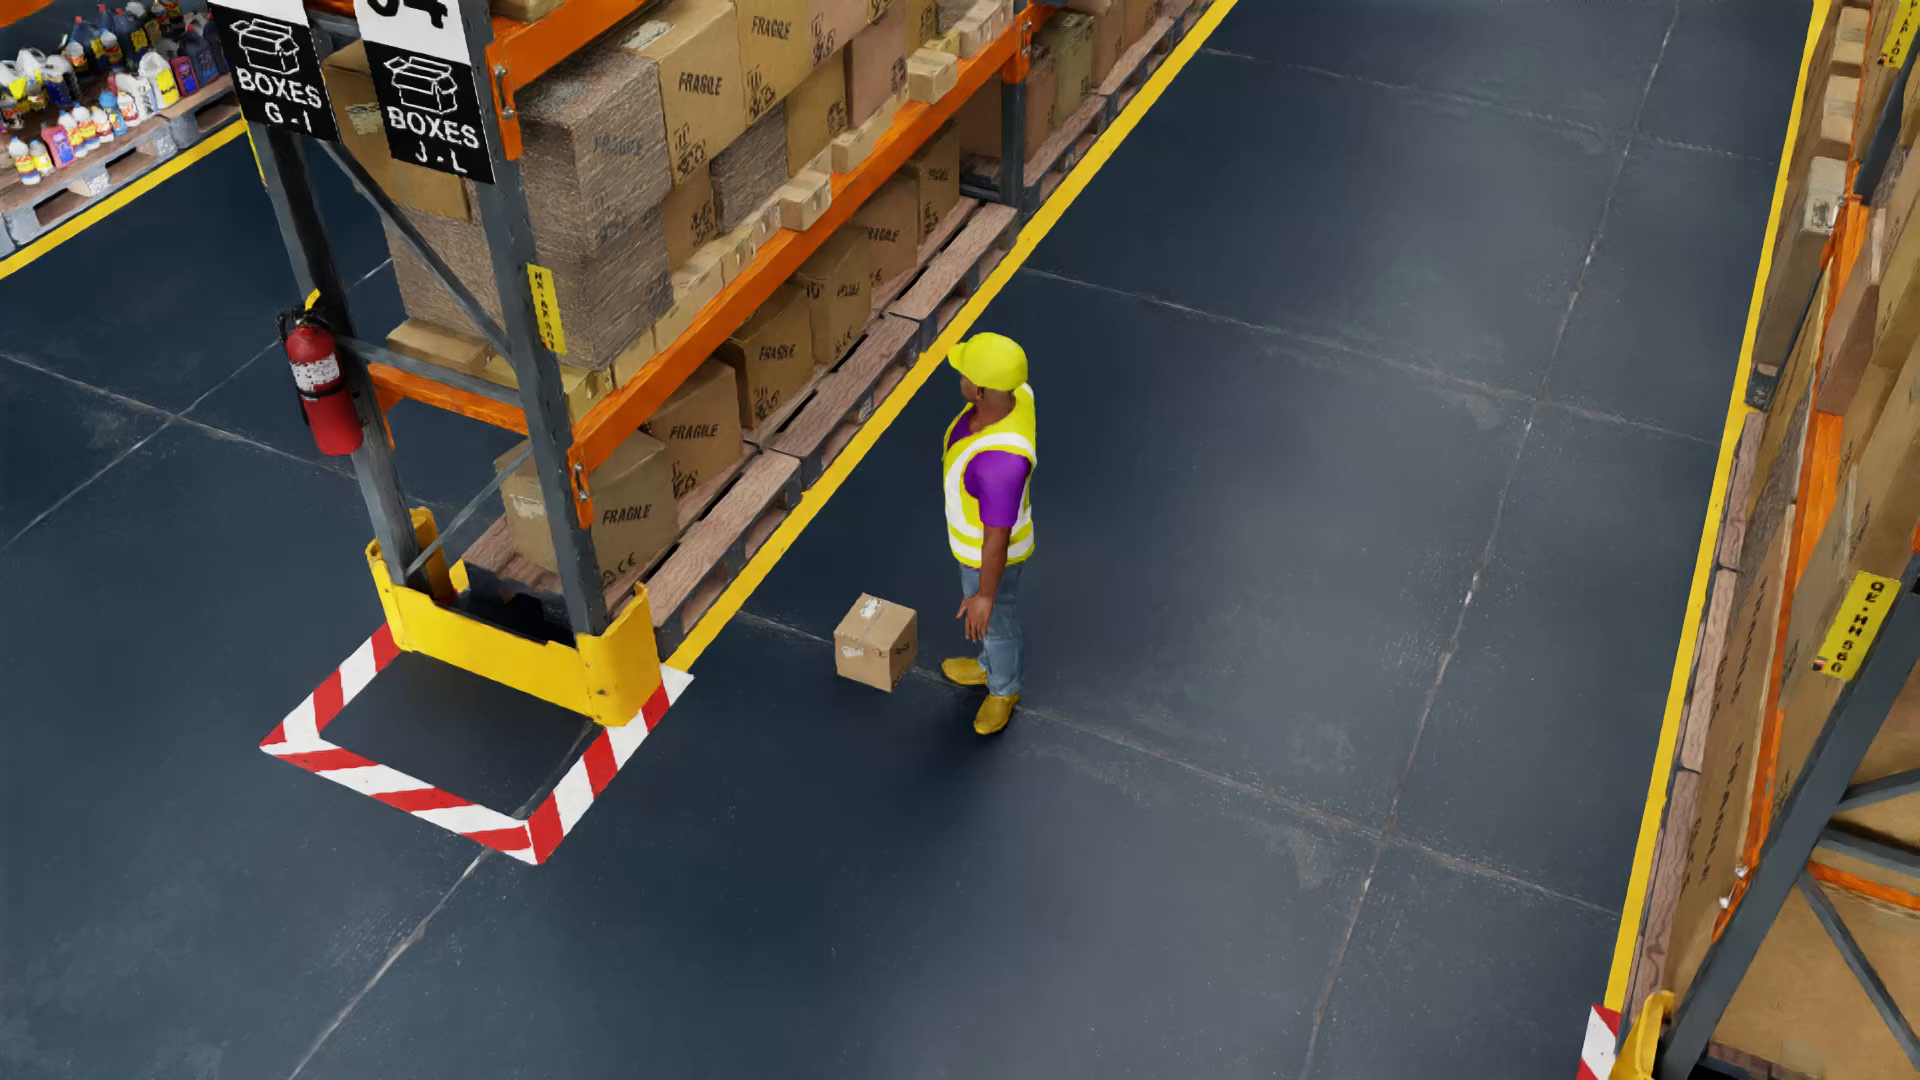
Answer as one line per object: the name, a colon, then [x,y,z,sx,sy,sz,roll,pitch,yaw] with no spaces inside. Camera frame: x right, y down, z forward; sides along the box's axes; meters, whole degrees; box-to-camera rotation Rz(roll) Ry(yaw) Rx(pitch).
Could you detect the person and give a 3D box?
person: [0.104,0.009,6.104,0.341,1.770,0.714,-2,42,-2]
